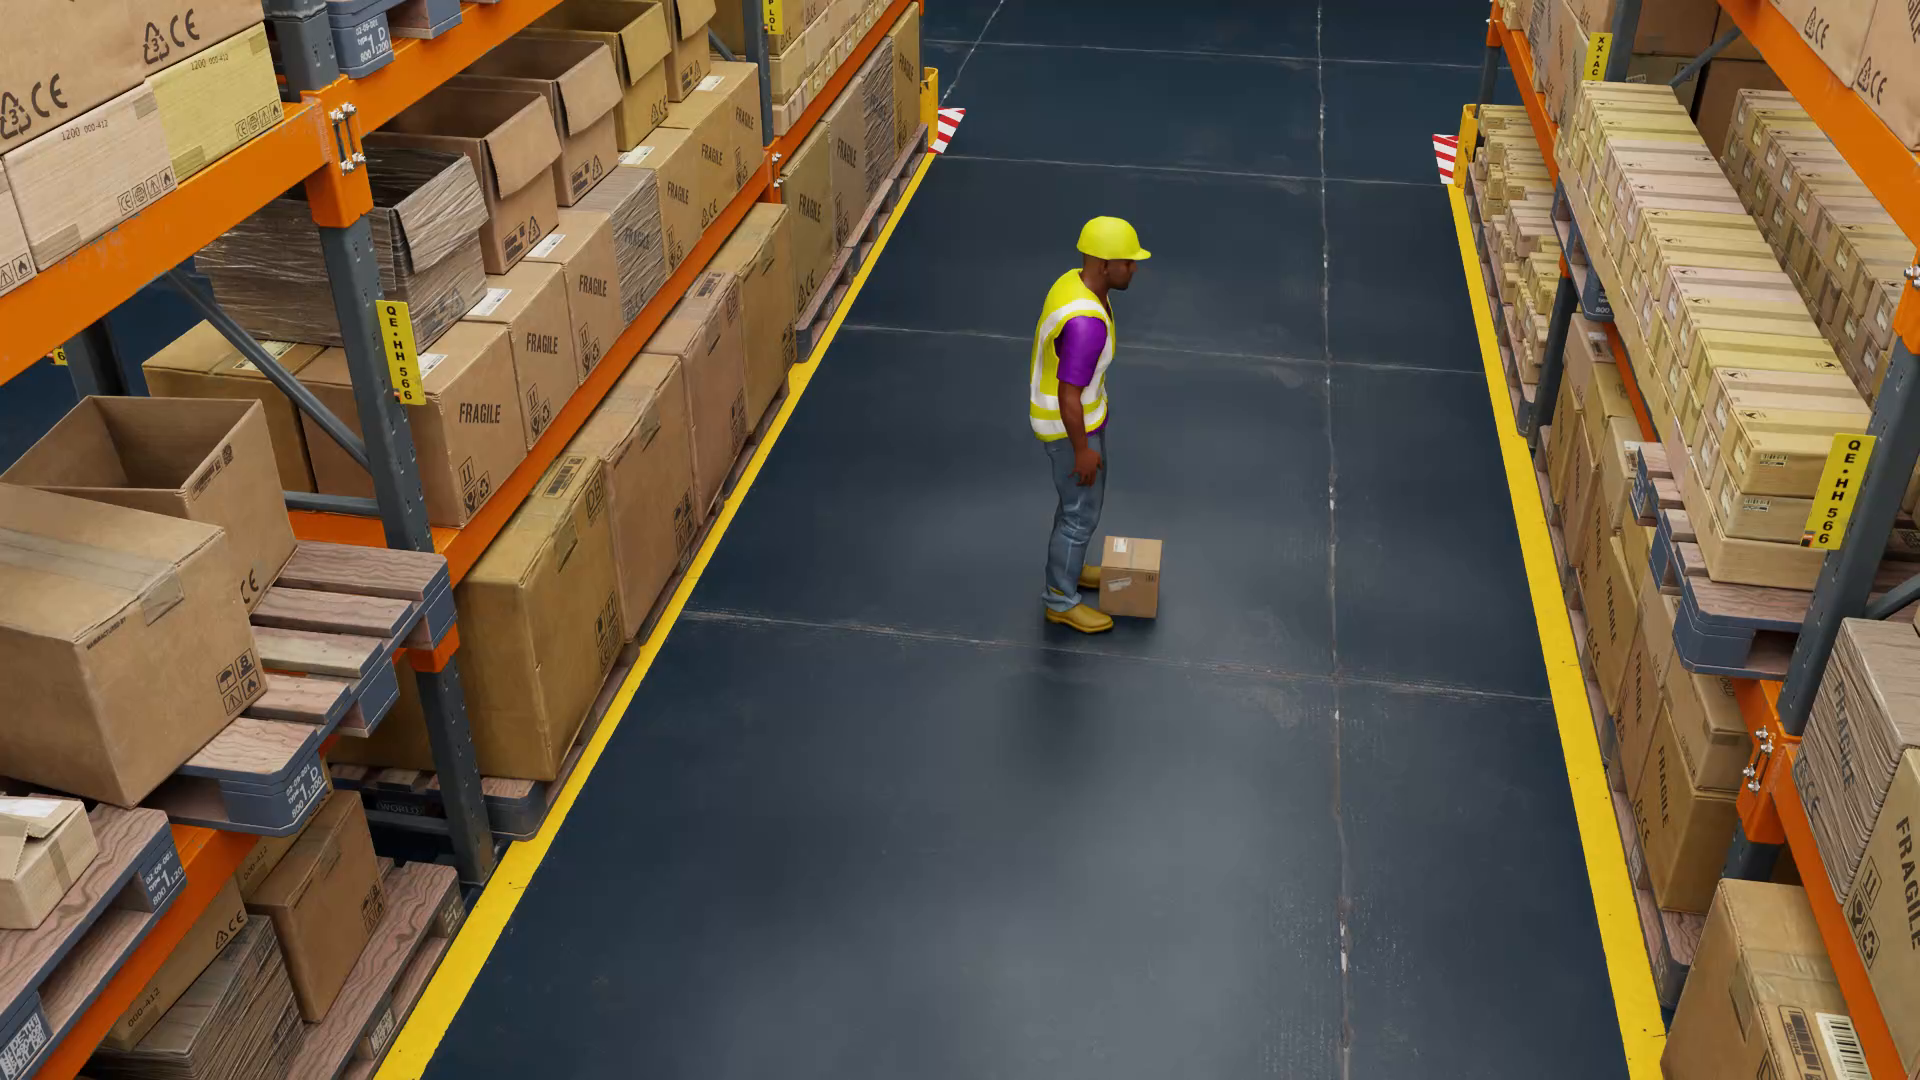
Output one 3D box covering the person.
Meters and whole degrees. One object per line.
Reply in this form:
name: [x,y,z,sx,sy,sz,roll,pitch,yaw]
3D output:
person: [0.516,-0.496,6.909,0.461,1.759,0.630,4,32,6]
